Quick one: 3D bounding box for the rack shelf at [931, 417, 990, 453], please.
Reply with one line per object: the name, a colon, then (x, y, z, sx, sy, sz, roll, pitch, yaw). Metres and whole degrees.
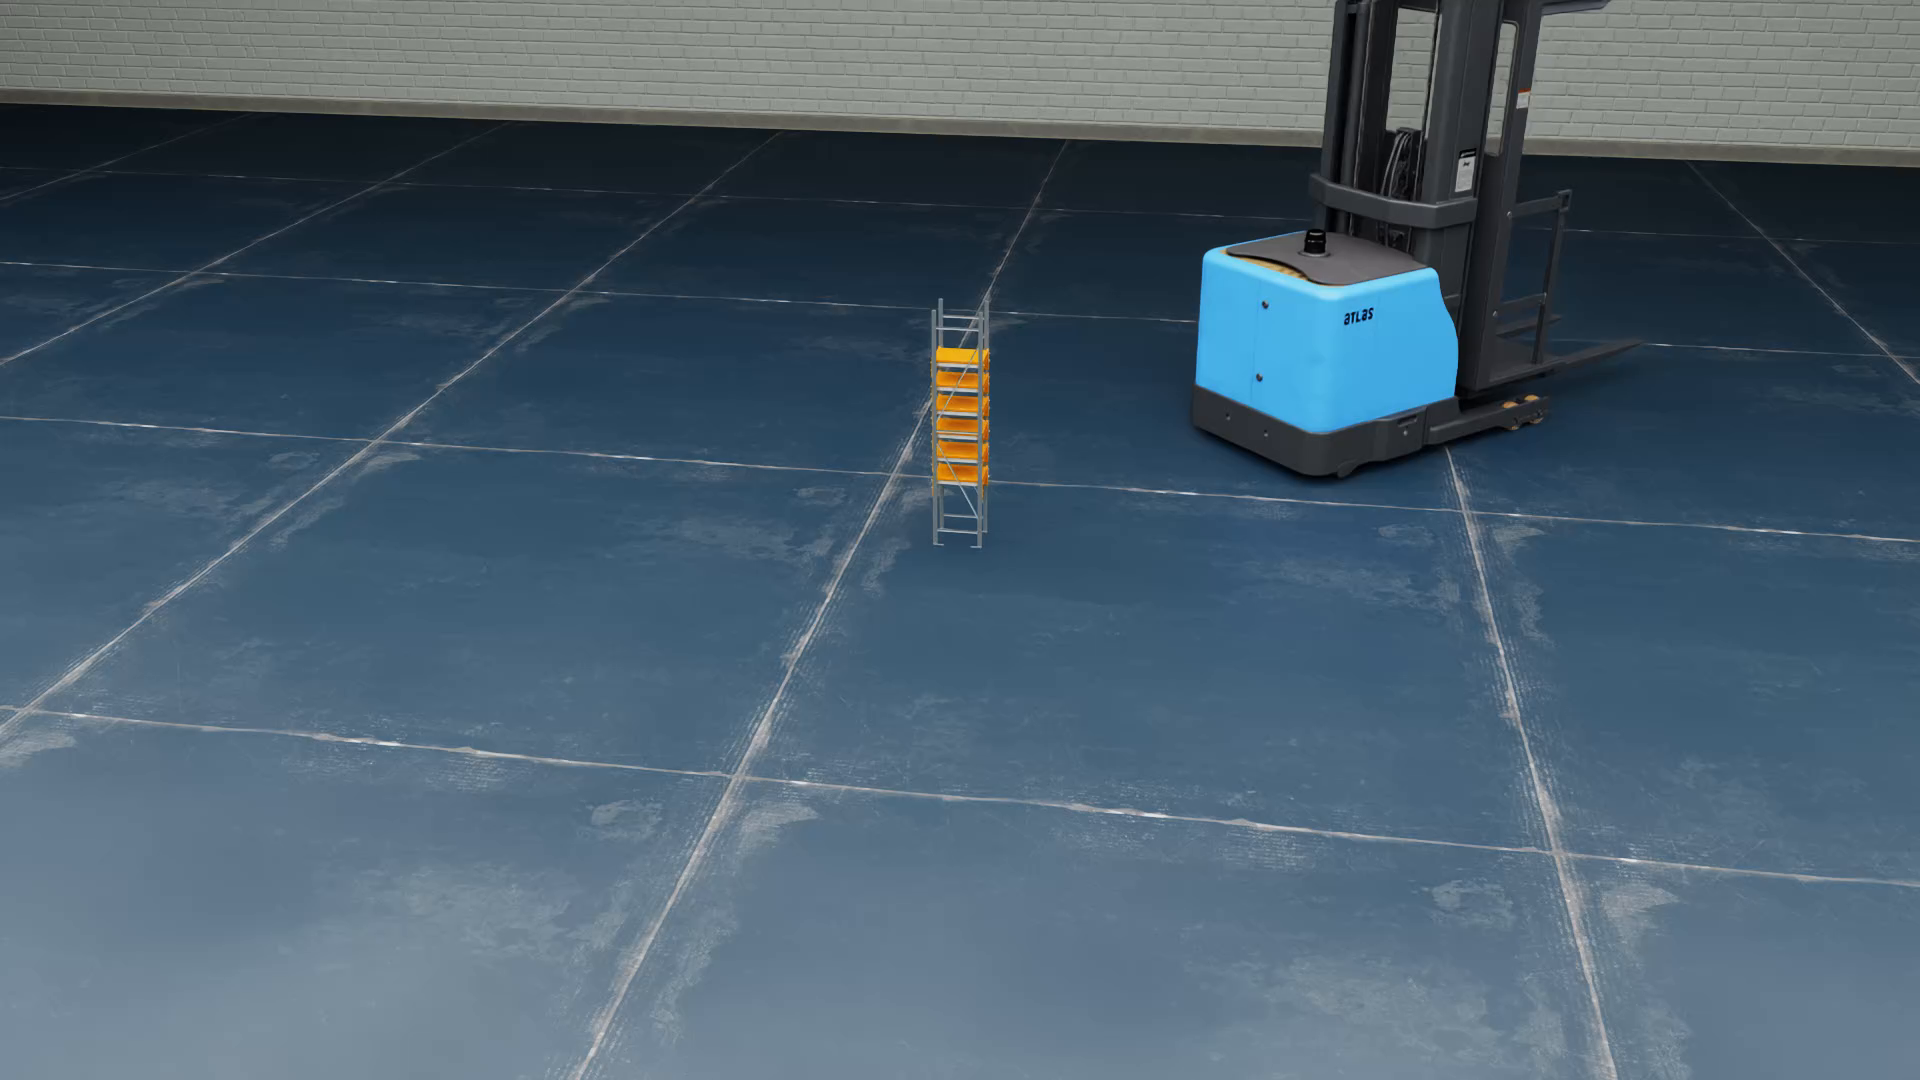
rack shelf: (0.002, -0.509, 8.027, 0.258, 0.103, 0.180, 4, 25, 9)

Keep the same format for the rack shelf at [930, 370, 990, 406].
rack shelf: (0.002, -0.727, 7.926, 0.258, 0.103, 0.180, 4, 25, 9)

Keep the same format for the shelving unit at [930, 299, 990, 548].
shelving unit: (0.002, -0.549, 8.009, 0.258, 1.200, 0.189, 4, 25, 9)

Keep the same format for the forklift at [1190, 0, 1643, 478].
forklift: (2.826, -2.127, 9.336, 3.031, 2.935, 1.130, -16, 29, -30)

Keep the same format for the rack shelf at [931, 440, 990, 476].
rack shelf: (0.002, -0.401, 8.078, 0.258, 0.103, 0.180, 4, 25, 9)

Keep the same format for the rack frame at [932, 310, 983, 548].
rack frame: (-0.013, -0.511, 7.927, 0.240, 1.200, 0.006, 4, 25, 9)

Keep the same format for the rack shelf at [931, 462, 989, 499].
rack shelf: (0.002, -0.292, 8.129, 0.258, 0.103, 0.180, 4, 25, 9)

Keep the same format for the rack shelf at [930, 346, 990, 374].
rack shelf: (0.002, -0.835, 7.875, 0.258, 0.103, 0.180, 4, 25, 9)

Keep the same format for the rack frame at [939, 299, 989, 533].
rack frame: (0.017, -0.588, 8.090, 0.240, 1.200, 0.006, 4, 25, 9)

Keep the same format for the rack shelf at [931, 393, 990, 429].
rack shelf: (0.002, -0.618, 7.977, 0.258, 0.103, 0.180, 4, 25, 9)
